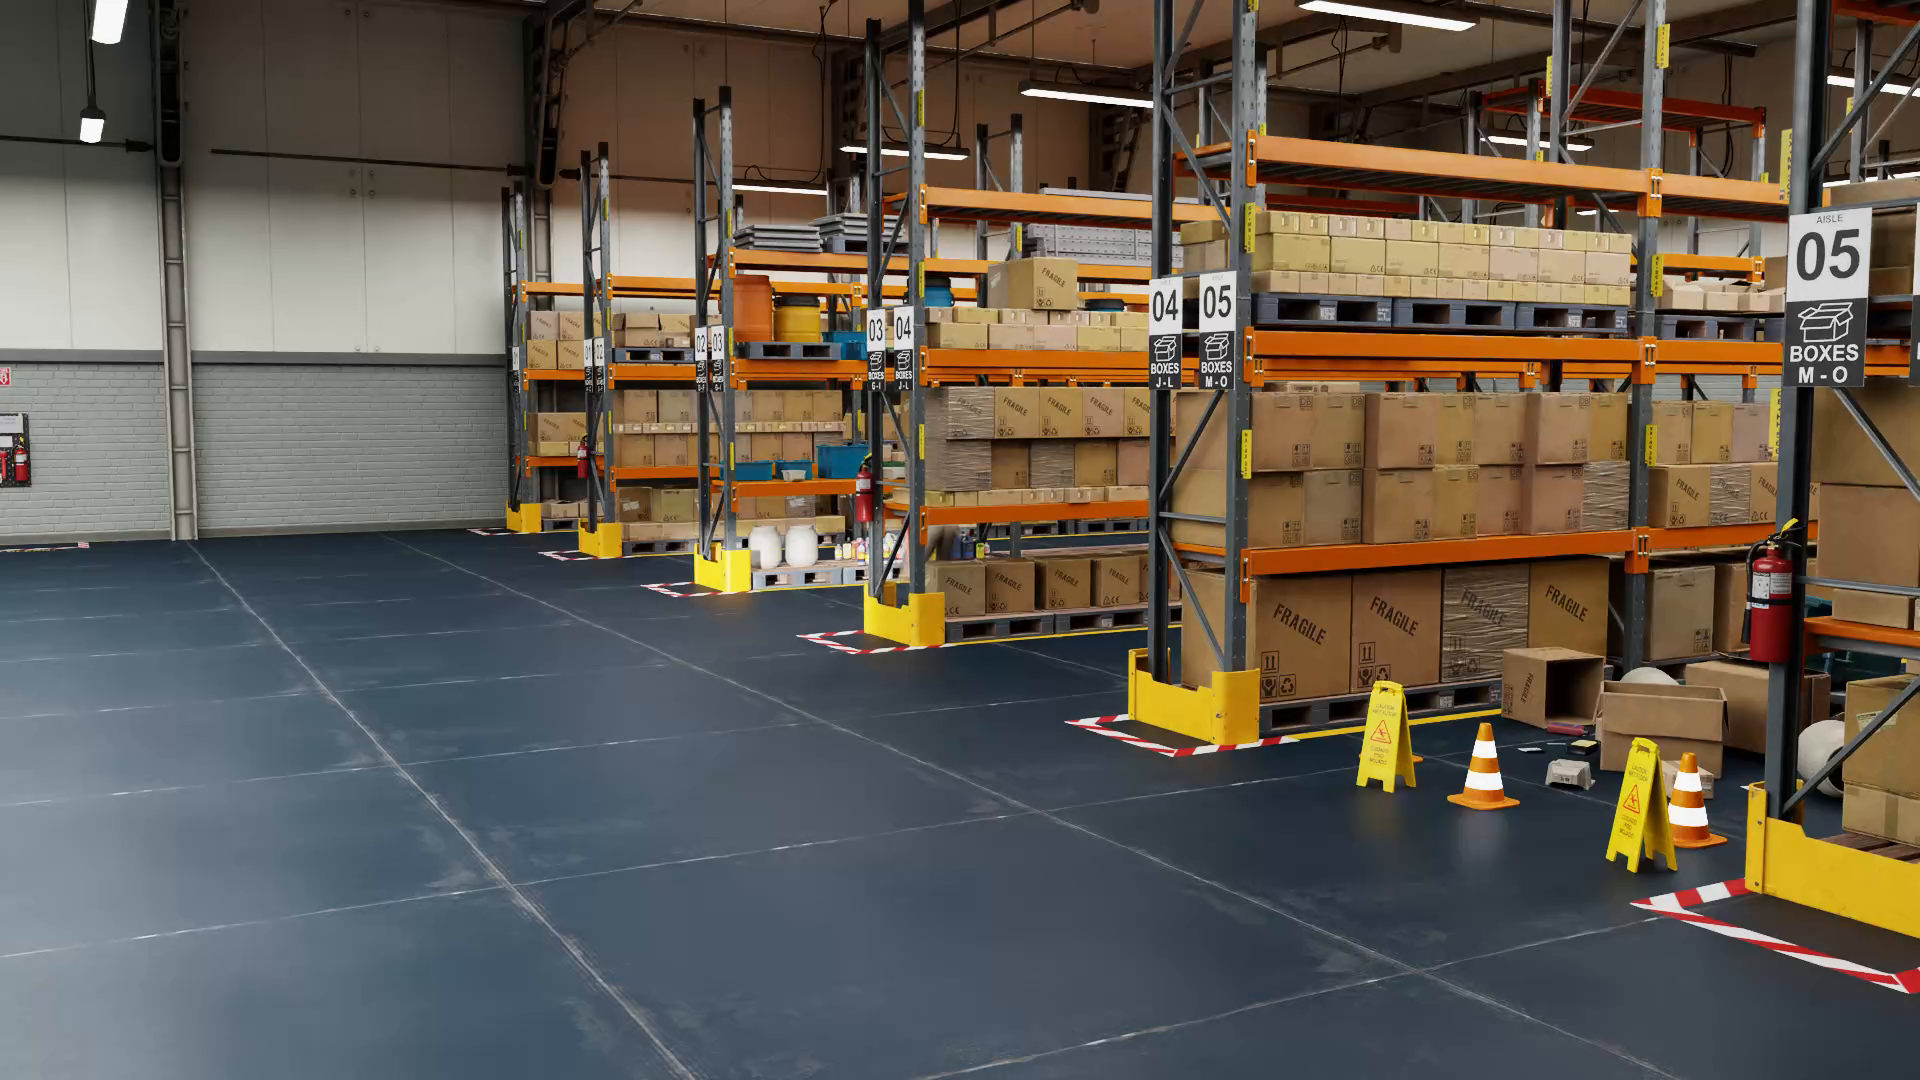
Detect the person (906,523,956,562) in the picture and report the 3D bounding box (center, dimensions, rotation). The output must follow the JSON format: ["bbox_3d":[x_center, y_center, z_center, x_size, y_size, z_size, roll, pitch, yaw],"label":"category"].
[{"bbox_3d":[-0.375,-0.009,19.066,0.477,1.455,0.816,-3,6,-30],"label":"person"}]
